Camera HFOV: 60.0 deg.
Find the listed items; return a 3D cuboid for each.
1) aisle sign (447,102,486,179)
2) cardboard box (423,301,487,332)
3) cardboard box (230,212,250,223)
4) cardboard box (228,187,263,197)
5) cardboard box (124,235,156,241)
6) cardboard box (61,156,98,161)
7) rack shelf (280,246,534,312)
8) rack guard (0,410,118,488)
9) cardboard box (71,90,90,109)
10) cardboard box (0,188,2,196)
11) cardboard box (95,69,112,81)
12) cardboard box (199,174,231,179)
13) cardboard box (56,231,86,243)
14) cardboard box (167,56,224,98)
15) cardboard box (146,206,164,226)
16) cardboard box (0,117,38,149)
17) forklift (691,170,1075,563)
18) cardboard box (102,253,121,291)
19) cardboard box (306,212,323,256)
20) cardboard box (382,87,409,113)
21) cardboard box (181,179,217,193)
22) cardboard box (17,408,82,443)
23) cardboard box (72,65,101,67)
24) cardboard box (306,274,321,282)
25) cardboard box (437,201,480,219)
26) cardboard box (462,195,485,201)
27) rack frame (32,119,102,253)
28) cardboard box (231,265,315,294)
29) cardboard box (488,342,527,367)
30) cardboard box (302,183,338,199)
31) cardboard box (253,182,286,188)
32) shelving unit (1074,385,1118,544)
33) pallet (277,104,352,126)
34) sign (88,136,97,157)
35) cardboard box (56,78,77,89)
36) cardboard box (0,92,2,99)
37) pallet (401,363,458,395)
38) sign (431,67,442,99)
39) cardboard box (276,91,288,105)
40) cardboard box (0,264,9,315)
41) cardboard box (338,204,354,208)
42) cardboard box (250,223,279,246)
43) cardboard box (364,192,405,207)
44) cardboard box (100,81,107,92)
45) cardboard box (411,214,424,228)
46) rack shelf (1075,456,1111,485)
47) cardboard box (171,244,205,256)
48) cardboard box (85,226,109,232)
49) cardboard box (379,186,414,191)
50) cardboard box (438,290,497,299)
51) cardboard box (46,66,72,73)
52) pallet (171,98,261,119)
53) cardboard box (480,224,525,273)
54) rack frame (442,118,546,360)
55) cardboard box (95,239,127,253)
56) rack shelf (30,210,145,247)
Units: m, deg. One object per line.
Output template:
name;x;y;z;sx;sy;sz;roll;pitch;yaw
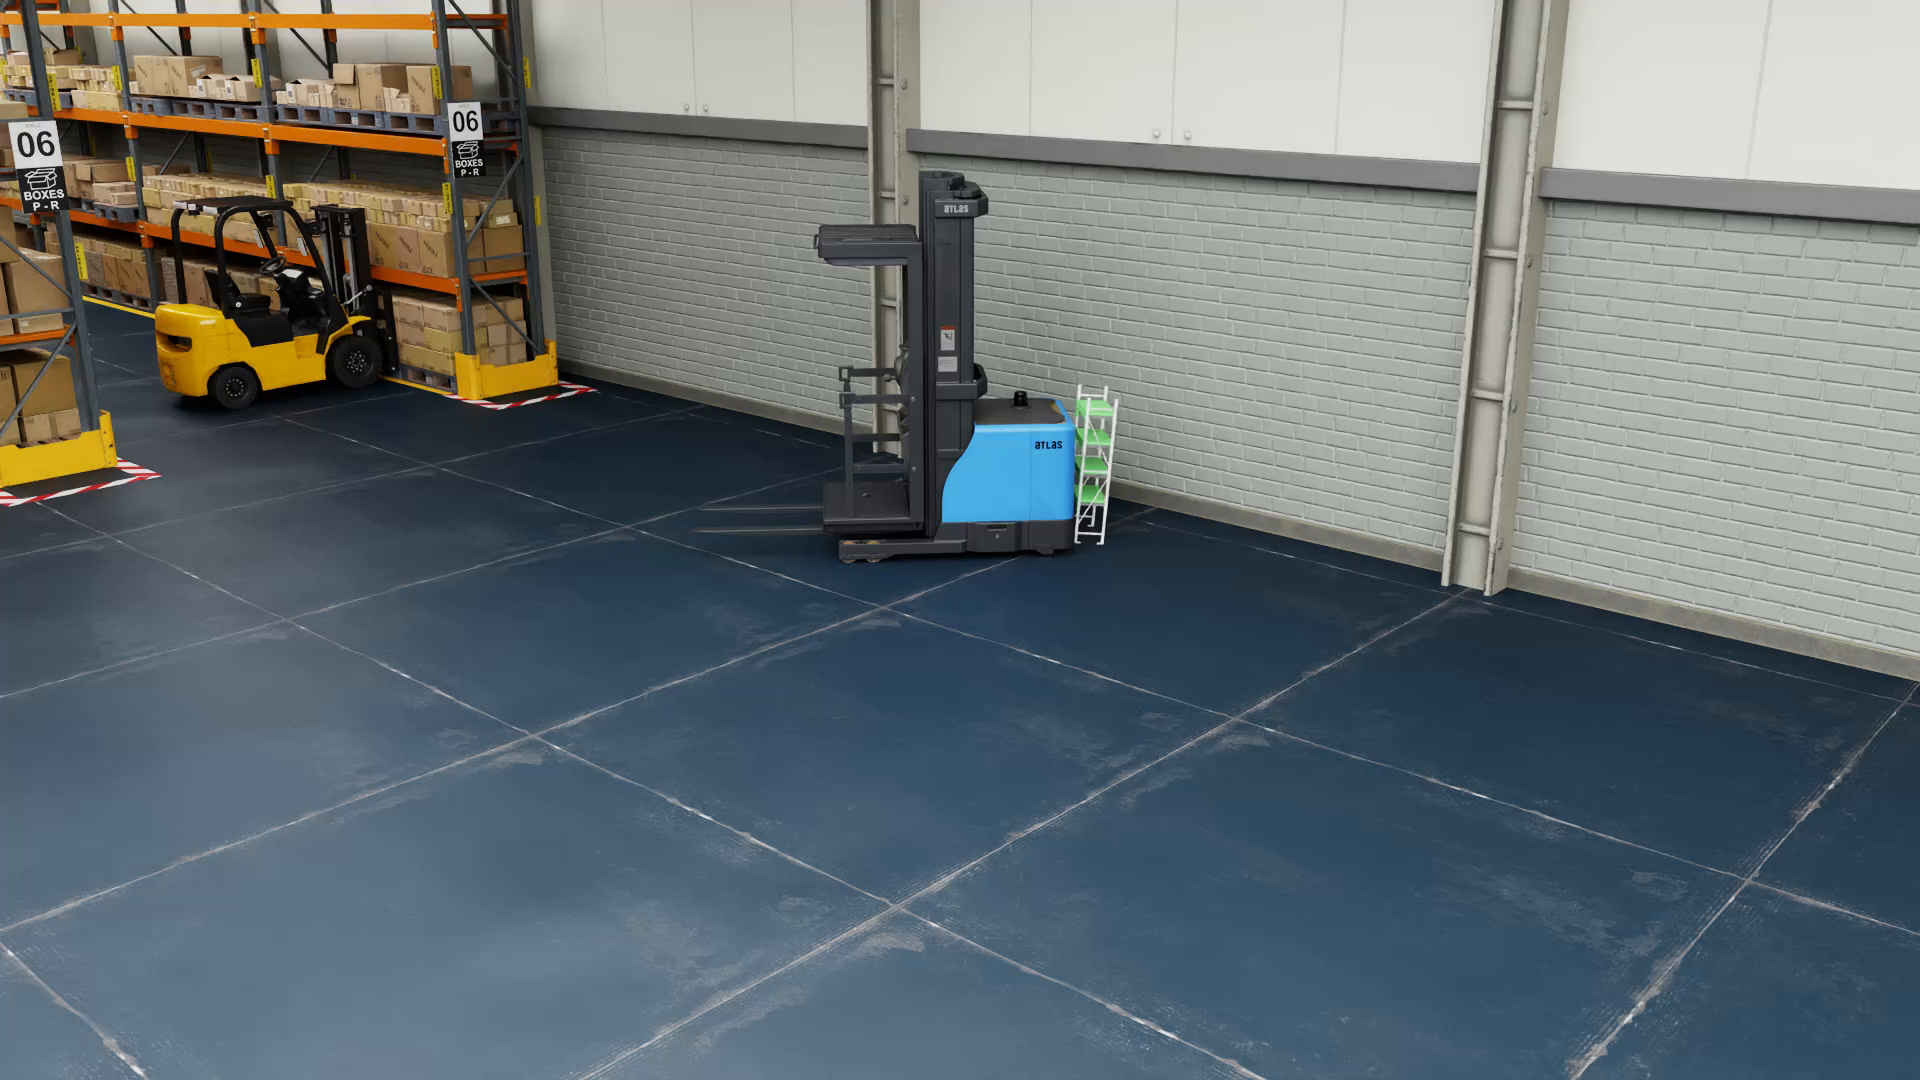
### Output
aisle sign;-5.320;-4.314;17.947;0.004;0.787;0.394;15;23;39
cardboard box;-5.726;-2.542;18.861;0.500;0.250;0.500;16;24;41
cardboard box;-9.093;-4.266;21.518;0.500;0.250;0.500;14;23;38
cardboard box;-9.207;-4.464;21.481;0.250;0.149;0.380;14;22;38
cardboard box;-12.518;-4.565;25.402;0.250;0.149;0.380;14;22;37
cardboard box;-13.549;-5.560;25.311;0.500;0.500;0.700;15;23;40
rack shelf;-6.670;-3.213;19.965;4.000;0.370;1.077;15;23;39
rack guard;-8.523;-0.854;15.476;0.348;0.500;1.175;15;23;39
cardboard box;-12.454;-6.368;24.007;0.500;0.250;0.500;15;23;39
cardboard box;-15.364;-5.648;26.866;0.250;0.149;0.380;15;23;38
cardboard box;-11.971;-6.571;23.497;0.250;0.149;0.380;14;22;37
cardboard box;-10.357;-5.005;23.185;0.250;0.149;0.380;15;23;39
cardboard box;-13.800;-4.711;25.863;0.250;0.149;0.380;14;23;38
cardboard box;-10.017;-6.081;21.829;0.500;0.500;0.500;16;23;41
cardboard box;-10.988;-4.544;23.220;0.500;0.250;0.500;15;23;39
cardboard box;-8.666;-3.692;15.082;0.500;0.250;0.500;15;23;38
forklift;-0.629;-1.383;13.125;3.031;2.935;1.130;-1;18;-4
cardboard box;-12.378;-4.013;24.735;0.500;0.500;0.500;16;24;42
cardboard box;-7.607;-3.756;20.322;0.500;0.500;0.500;16;23;40
cardboard box;-6.186;-4.916;18.547;0.258;0.266;0.396;15;23;39
cardboard box;-10.294;-4.794;22.521;0.250;0.149;0.380;15;23;40
cardboard box;-8.886;-1.144;16.110;0.500;0.250;0.500;15;23;39
cardboard box;-13.080;-7.021;24.882;0.250;0.149;0.380;14;22;38
cardboard box;-8.013;-3.155;20.793;0.500;0.250;0.500;15;23;38
cardboard box;-5.582;-3.677;18.509;0.250;0.149;0.380;15;23;39
cardboard box;-5.664;-3.878;19.144;0.250;0.149;0.380;16;23;40
rack frame;-14.150;-5.563;26.183;0.127;3.000;1.000;15;23;39
cardboard box;-9.139;-3.285;22.236;0.625;0.625;0.875;15;23;39
cardboard box;-5.412;-2.186;19.394;0.500;0.250;0.500;15;23;39
cardboard box;-7.858;-4.297;20.462;0.250;0.149;0.380;15;23;40
cardboard box;-9.205;-4.701;22.228;0.250;0.149;0.380;15;23;39
shelving unit;1.066;-0.618;13.548;0.258;1.200;0.503;2;17;-6
pallet;-7.511;-5.179;20.160;1.213;0.211;1.003;15;23;39
sign;-13.784;-6.242;26.406;0.005;0.325;0.100;15;23;39
cardboard box;-13.024;-6.668;24.262;0.250;0.149;0.380;16;23;40
cardboard box;-14.796;-6.929;25.942;0.250;0.149;0.380;15;23;39
pallet;-5.774;-1.969;19.467;1.213;0.211;1.003;15;23;39
sign;-5.545;-4.848;17.637;0.005;0.325;0.100;15;23;39
cardboard box;-8.032;-5.356;20.127;0.250;0.149;0.380;16;23;40
cardboard box;-9.055;-2.266;15.137;0.500;0.500;0.500;15;23;38
cardboard box;-7.164;-3.927;19.789;0.250;0.149;0.380;14;22;38
cardboard box;-8.717;-3.928;21.277;0.500;0.250;0.500;16;23;40
cardboard box;-6.734;-3.984;19.476;0.250;0.149;0.380;15;23;40
cardboard box;-11.944;-6.440;23.576;0.250;0.149;0.380;16;23;40
cardboard box;-5.984;-3.628;18.846;0.250;0.149;0.380;16;23;40
rack shelf;1.062;-0.558;13.567;0.258;0.148;0.480;2;17;-6
cardboard box;-11.341;-4.253;24.421;0.250;0.149;0.380;17;24;42
cardboard box;-13.683;-4.873;26.372;0.250;0.149;0.380;14;22;37
cardboard box;-6.791;-4.196;20.144;0.250;0.149;0.380;15;23;39
cardboard box;-5.785;-2.759;19.545;0.500;0.250;0.500;15;23;39
cardboard box;-13.208;-6.861;24.376;0.250;0.149;0.380;15;23;40
pallet;-9.753;-5.760;22.156;1.213;0.211;1.003;16;24;42
cardboard box;-5.361;-3.364;19.088;0.500;0.500;0.500;16;24;41
rack frame;-5.175;-3.154;18.591;0.127;3.000;1.000;15;23;39
cardboard box;-12.669;-4.393;24.860;0.250;0.149;0.380;14;22;37
rack shelf;-12.654;-4.819;25.027;4.000;0.370;1.077;15;23;39
